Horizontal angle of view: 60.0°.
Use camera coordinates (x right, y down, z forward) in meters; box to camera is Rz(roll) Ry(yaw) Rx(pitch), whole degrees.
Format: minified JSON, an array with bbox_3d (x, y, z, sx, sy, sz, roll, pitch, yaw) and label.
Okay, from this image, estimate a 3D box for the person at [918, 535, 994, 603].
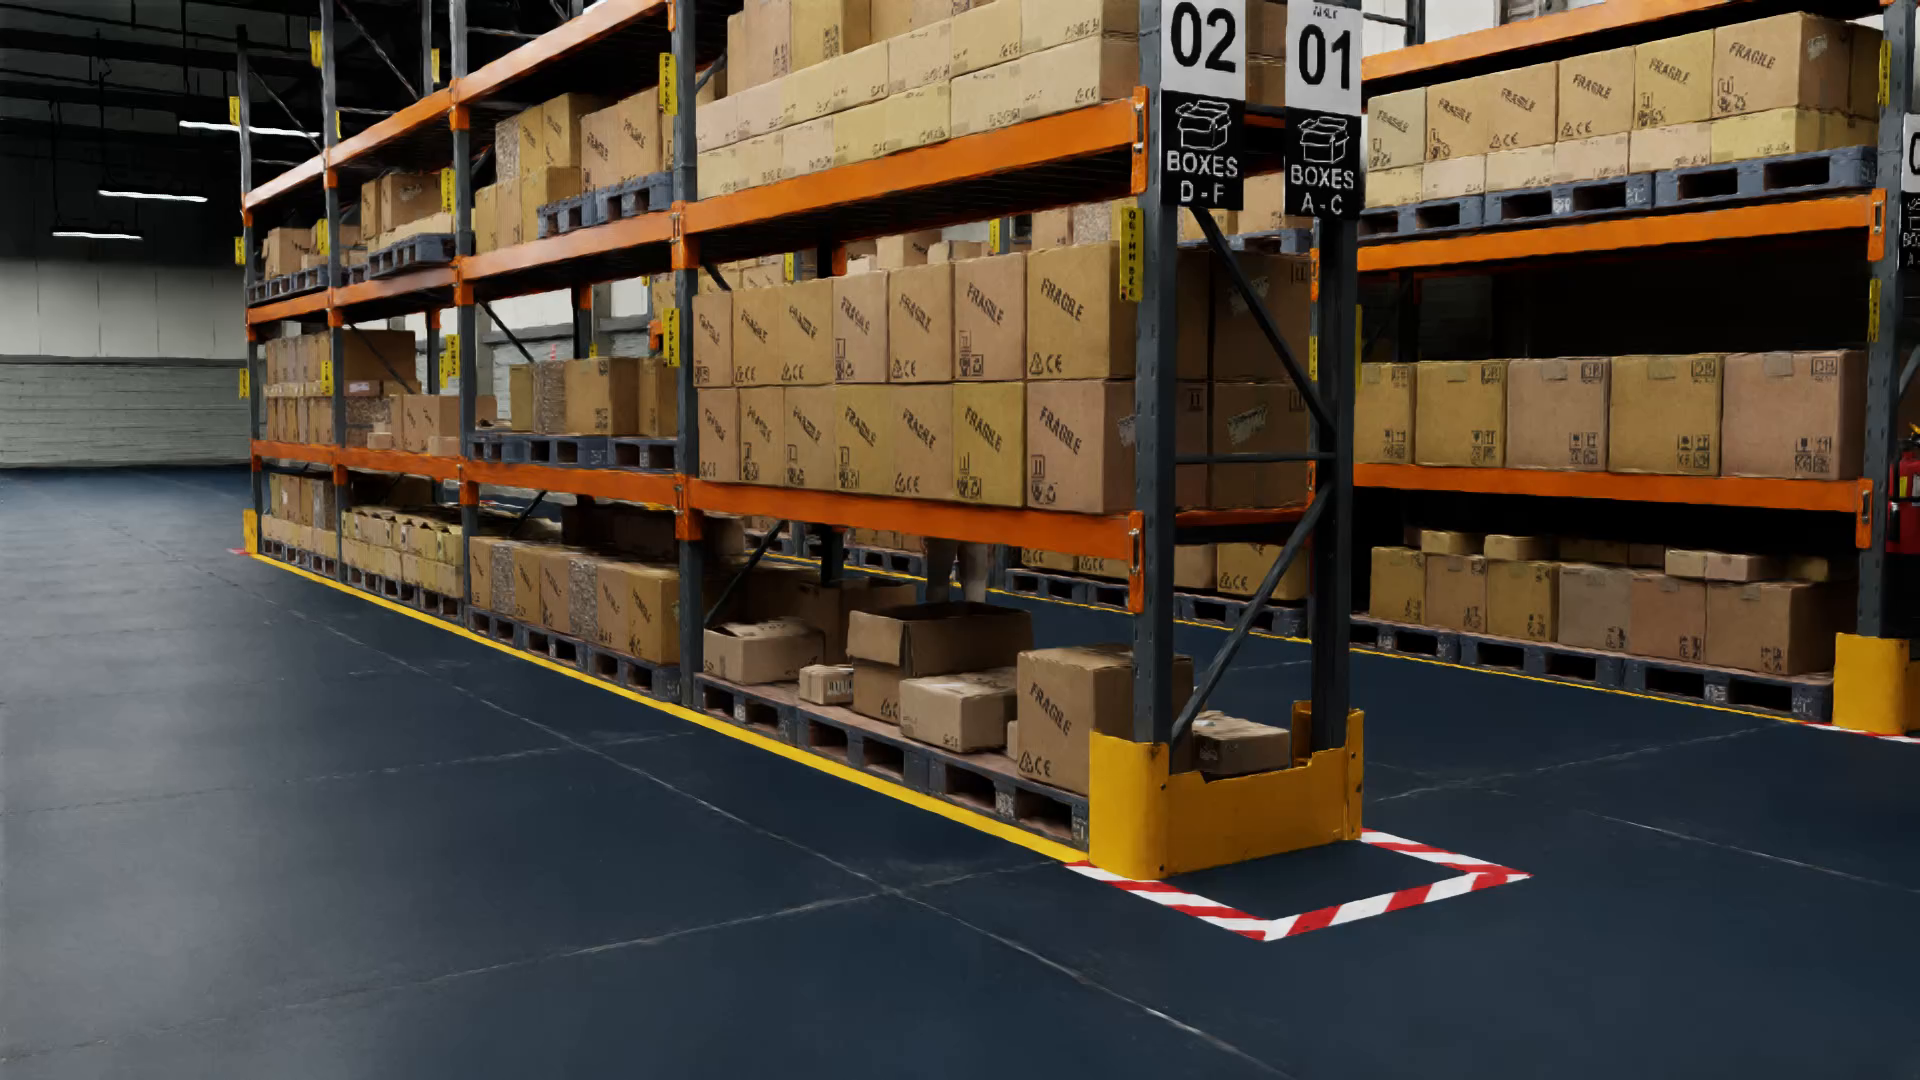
[{"bbox_3d":[-0.046,-0.086,11.426,0.546,1.716,0.726,-1,5,-10],"label":"person"}]
